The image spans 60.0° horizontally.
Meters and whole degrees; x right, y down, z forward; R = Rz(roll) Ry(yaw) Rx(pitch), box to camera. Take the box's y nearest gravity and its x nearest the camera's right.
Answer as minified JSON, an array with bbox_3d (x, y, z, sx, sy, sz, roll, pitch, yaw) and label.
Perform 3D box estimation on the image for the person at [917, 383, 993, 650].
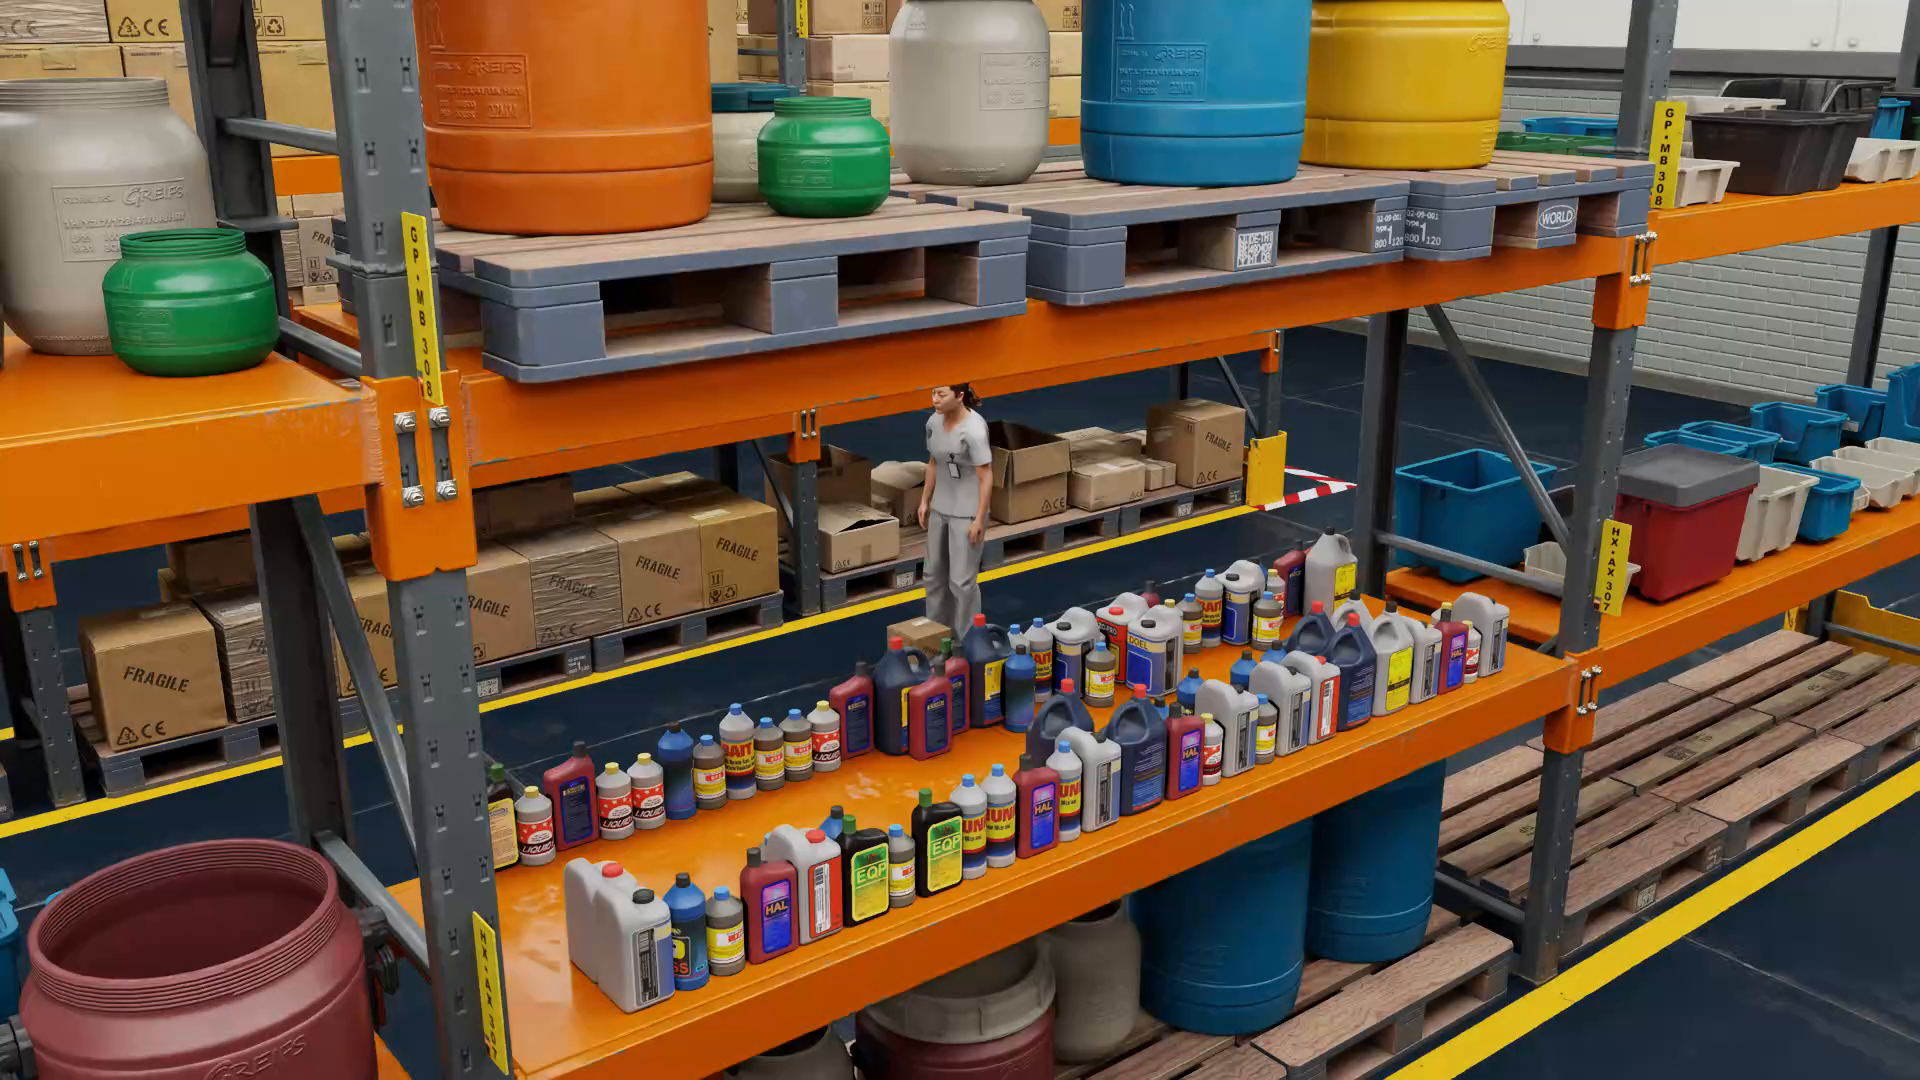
[{"bbox_3d":[-0.033,-0.134,8.971,0.358,1.673,0.513,-15,23,-39],"label":"person"}]
